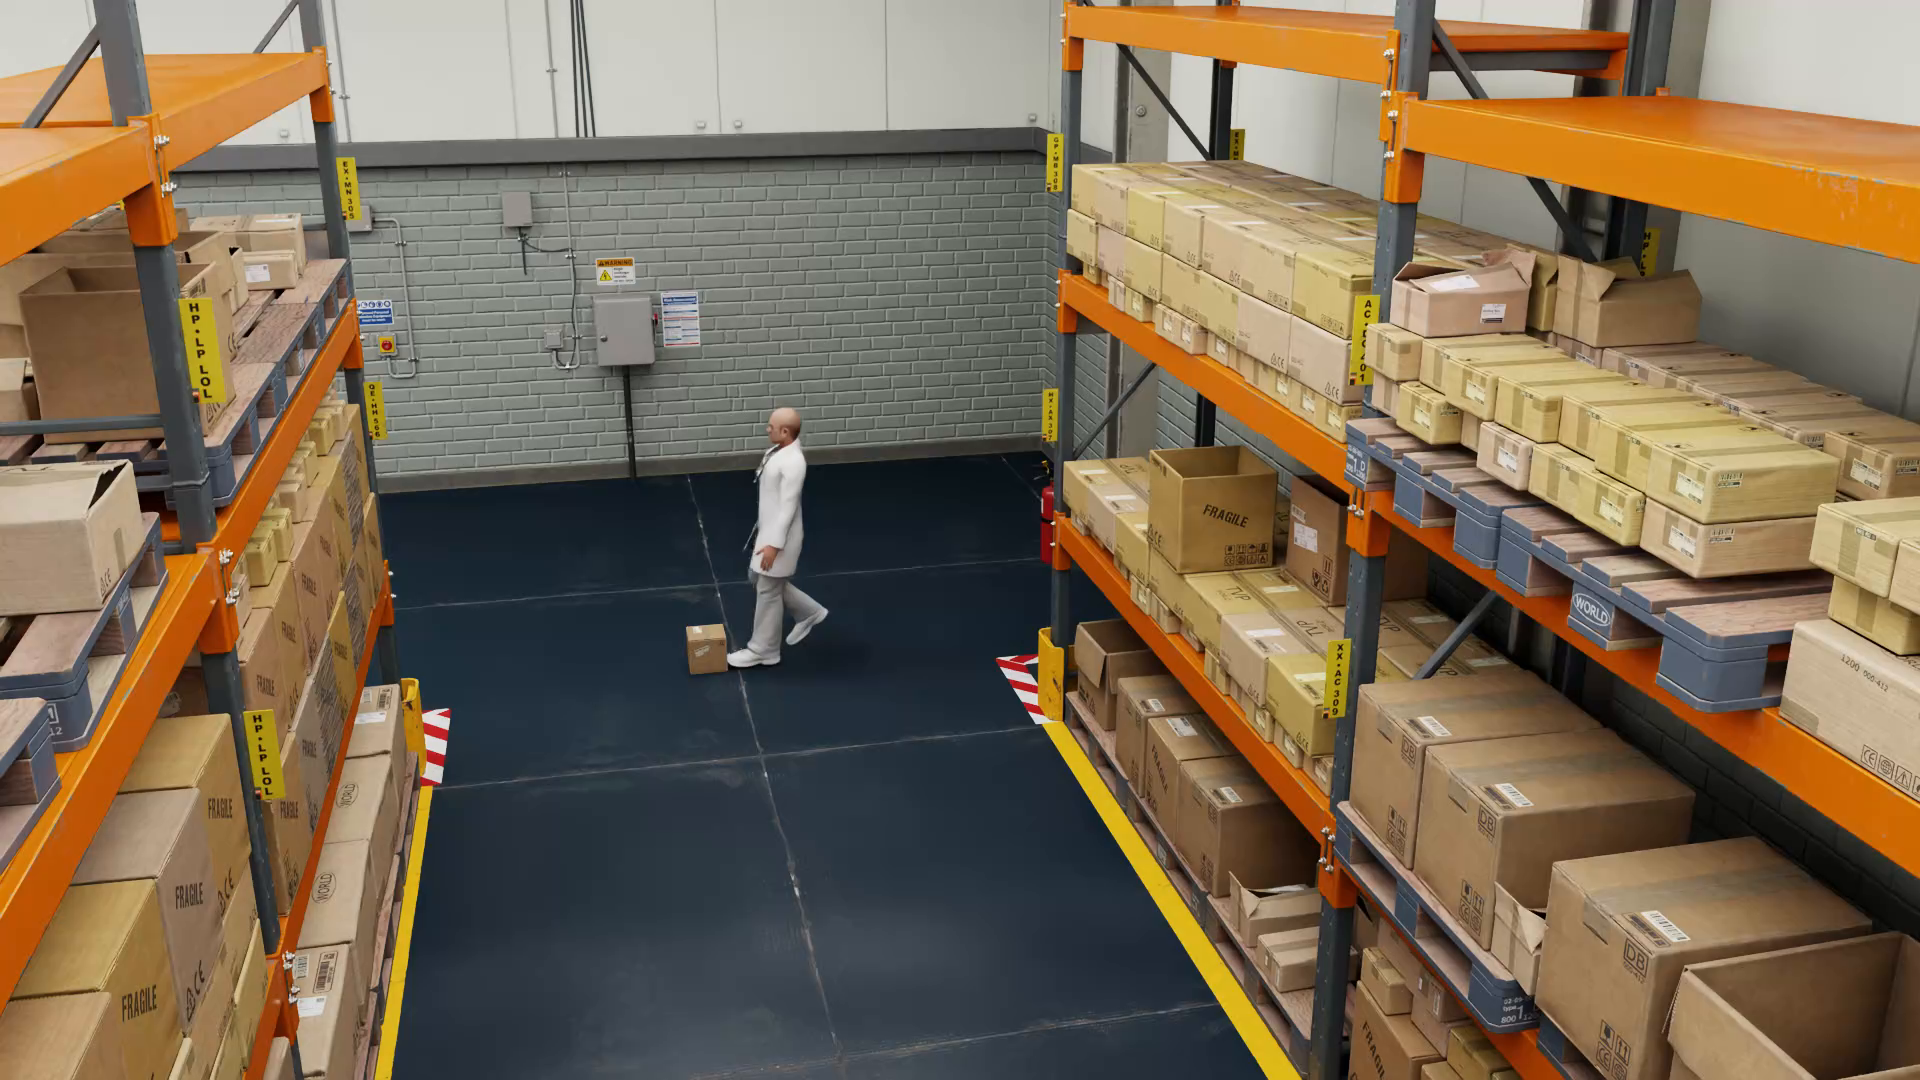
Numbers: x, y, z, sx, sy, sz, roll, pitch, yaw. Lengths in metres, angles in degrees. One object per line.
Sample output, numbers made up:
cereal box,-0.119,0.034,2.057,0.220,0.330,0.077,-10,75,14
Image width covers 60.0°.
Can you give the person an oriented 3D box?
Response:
person,-1.246,-0.028,11.131,0.740,1.763,0.611,-4,20,-12
